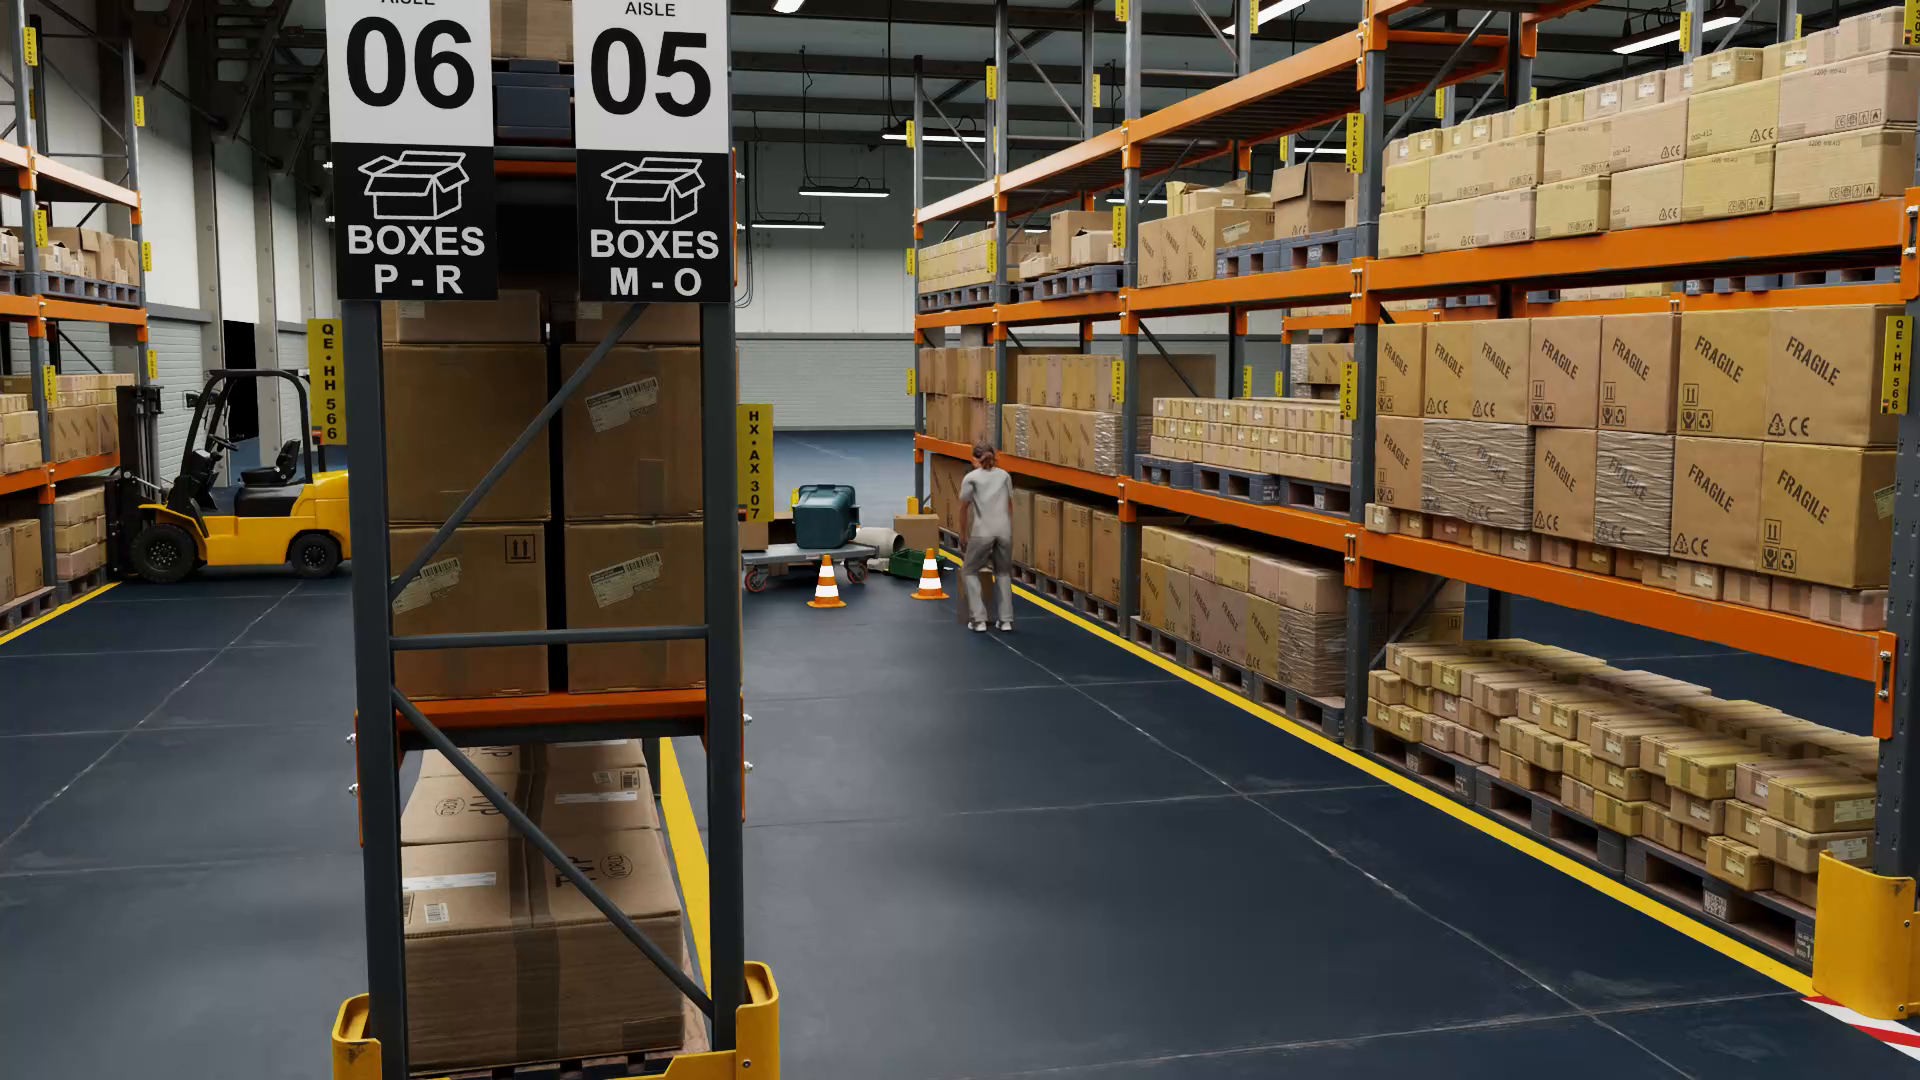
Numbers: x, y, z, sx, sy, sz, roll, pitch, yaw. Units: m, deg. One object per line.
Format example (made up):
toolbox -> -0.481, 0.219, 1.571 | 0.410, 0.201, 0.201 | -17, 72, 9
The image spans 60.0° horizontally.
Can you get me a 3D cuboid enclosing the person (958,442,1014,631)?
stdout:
person -> 0.220, -0.027, 13.907 | 0.475, 1.573, 0.467 | -1, 6, -12
